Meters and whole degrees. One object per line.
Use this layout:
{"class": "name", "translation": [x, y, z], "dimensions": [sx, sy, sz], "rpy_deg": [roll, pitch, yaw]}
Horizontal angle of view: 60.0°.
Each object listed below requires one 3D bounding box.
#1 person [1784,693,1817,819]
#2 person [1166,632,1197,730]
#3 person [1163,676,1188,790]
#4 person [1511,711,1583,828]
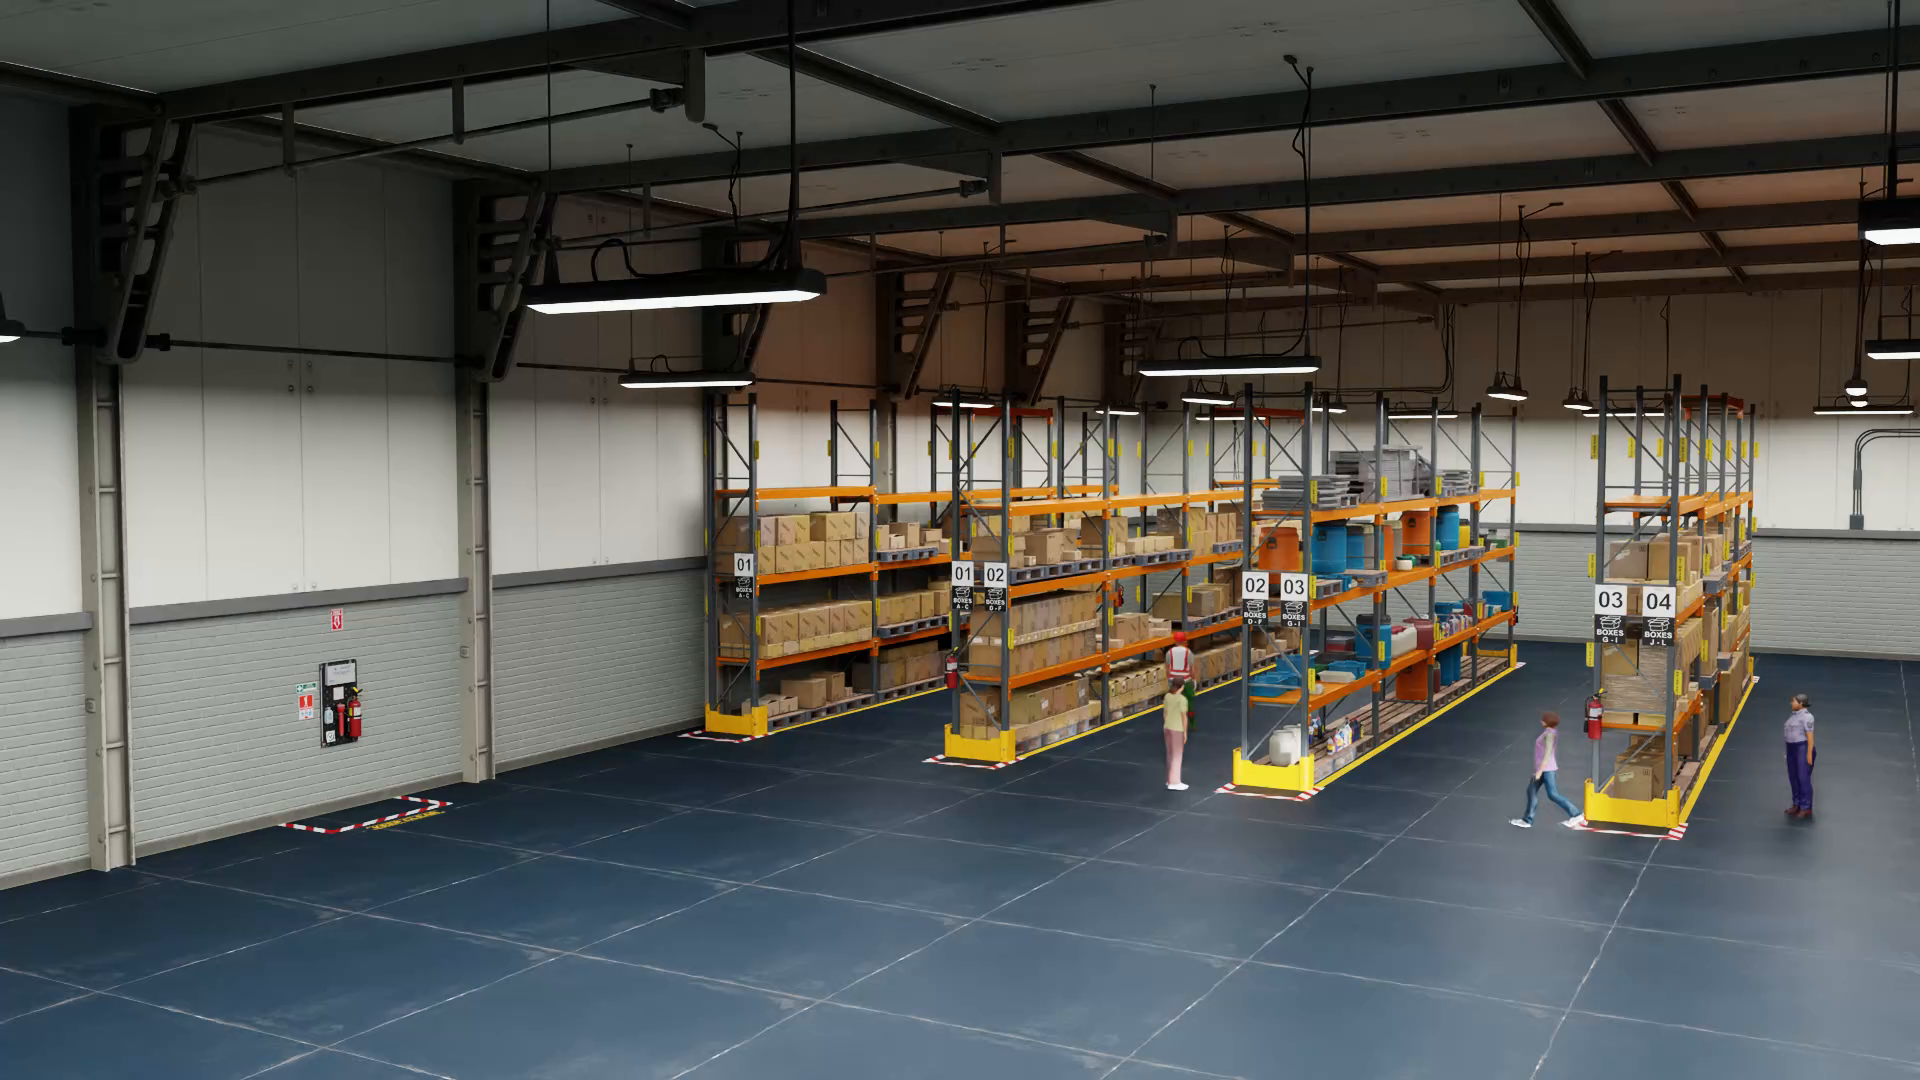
{"class": "person", "translation": [11.537, 2.966, 22.849], "dimensions": [0.403, 1.672, 0.598], "rpy_deg": [0, 3, -2]}
{"class": "person", "translation": [4.007, 2.509, 29.702], "dimensions": [0.527, 1.781, 0.634], "rpy_deg": [3, 4, 40]}
{"class": "person", "translation": [3.228, 2.840, 24.550], "dimensions": [0.394, 1.690, 0.473], "rpy_deg": [-2, 4, -33]}
{"class": "person", "translation": [7.756, 3.033, 21.940], "dimensions": [0.881, 1.550, 0.452], "rpy_deg": [1, 3, 10]}
